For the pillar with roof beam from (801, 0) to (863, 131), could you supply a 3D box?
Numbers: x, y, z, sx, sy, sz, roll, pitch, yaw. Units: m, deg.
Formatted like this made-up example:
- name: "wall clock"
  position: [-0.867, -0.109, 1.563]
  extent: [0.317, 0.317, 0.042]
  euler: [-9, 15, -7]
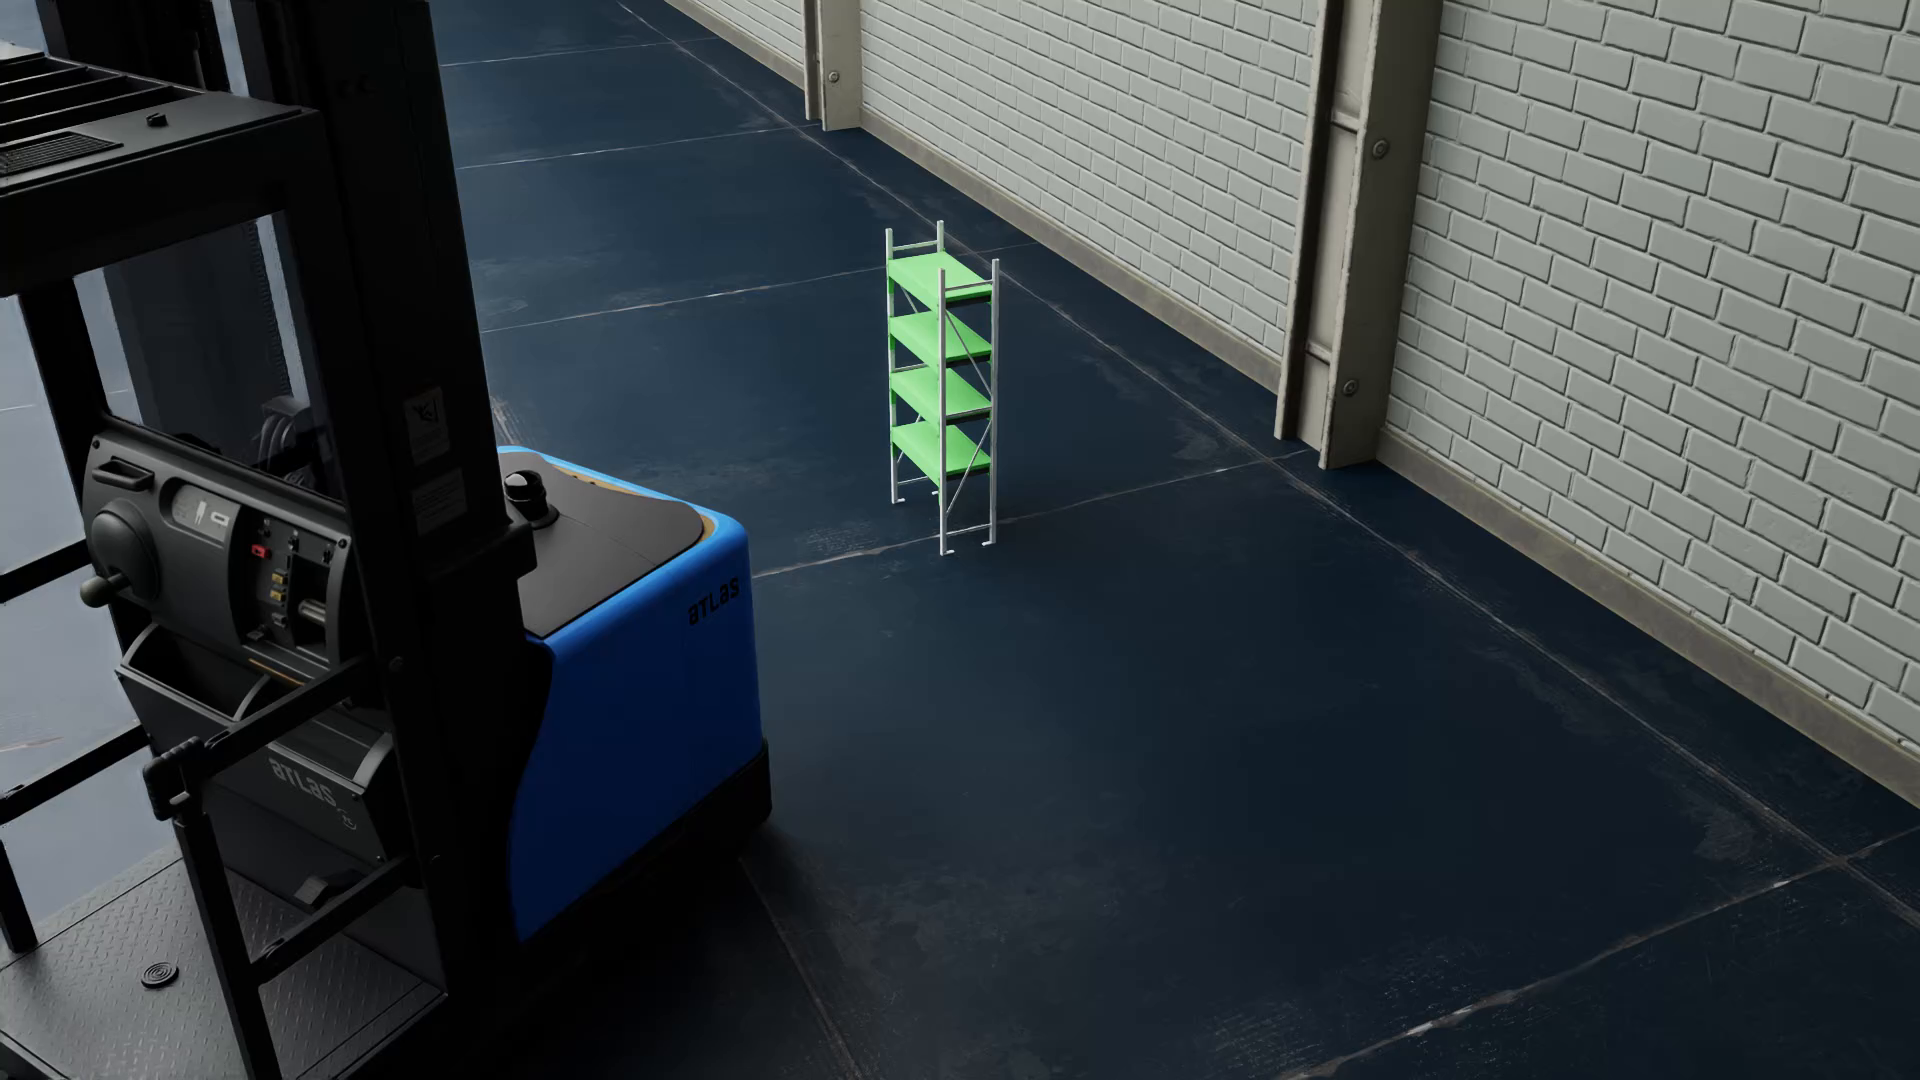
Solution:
- name: "pillar with roof beam"
  position: [-4.808, -6.096, 8.421]
  extent: [9.100, 9.000, 0.400]
  euler: [-13, 32, -22]

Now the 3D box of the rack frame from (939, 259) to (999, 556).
- name: "rack frame"
  position: [0.034, -0.489, 6.395]
  extent: [0.240, 1.200, 0.015]
  euler: [-13, 32, -22]

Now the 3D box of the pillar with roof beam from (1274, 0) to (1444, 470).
- name: "pillar with roof beam"
  position: [-2.232, -3.446, 3.694]
  extent: [9.100, 9.000, 0.400]
  euler: [-13, 32, -22]

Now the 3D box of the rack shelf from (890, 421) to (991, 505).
- name: "rack shelf"
  position: [-0.071, -0.331, 6.736]
  extent: [0.258, 0.148, 0.480]
  euler: [-13, 32, -22]

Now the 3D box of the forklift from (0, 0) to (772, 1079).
- name: "forklift"
  position: [-1.803, 0.080, 3.610]
  extent: [1.130, 2.935, 3.031]
  euler: [18, 34, 28]

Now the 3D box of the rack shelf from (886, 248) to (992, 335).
- name: "rack shelf"
  position: [-0.071, -0.959, 6.383]
  extent: [0.258, 0.148, 0.480]
  euler: [-13, 32, -22]

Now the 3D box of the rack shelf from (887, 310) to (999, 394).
- name: "rack shelf"
  position: [-0.071, -0.750, 6.501]
  extent: [0.258, 0.148, 0.480]
  euler: [-13, 32, -22]

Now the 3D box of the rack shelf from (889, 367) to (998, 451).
- name: "rack shelf"
  position: [-0.071, -0.541, 6.618]
  extent: [0.258, 0.148, 0.480]
  euler: [-13, 32, -22]

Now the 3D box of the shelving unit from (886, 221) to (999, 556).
- name: "shelving unit"
  position: [-0.071, -0.596, 6.587]
  extent: [0.258, 1.200, 0.503]
  euler: [-13, 32, -22]

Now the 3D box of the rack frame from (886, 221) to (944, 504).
- name: "rack frame"
  position: [-0.176, -0.704, 6.779]
  extent: [0.240, 1.200, 0.015]
  euler: [-13, 32, -22]
